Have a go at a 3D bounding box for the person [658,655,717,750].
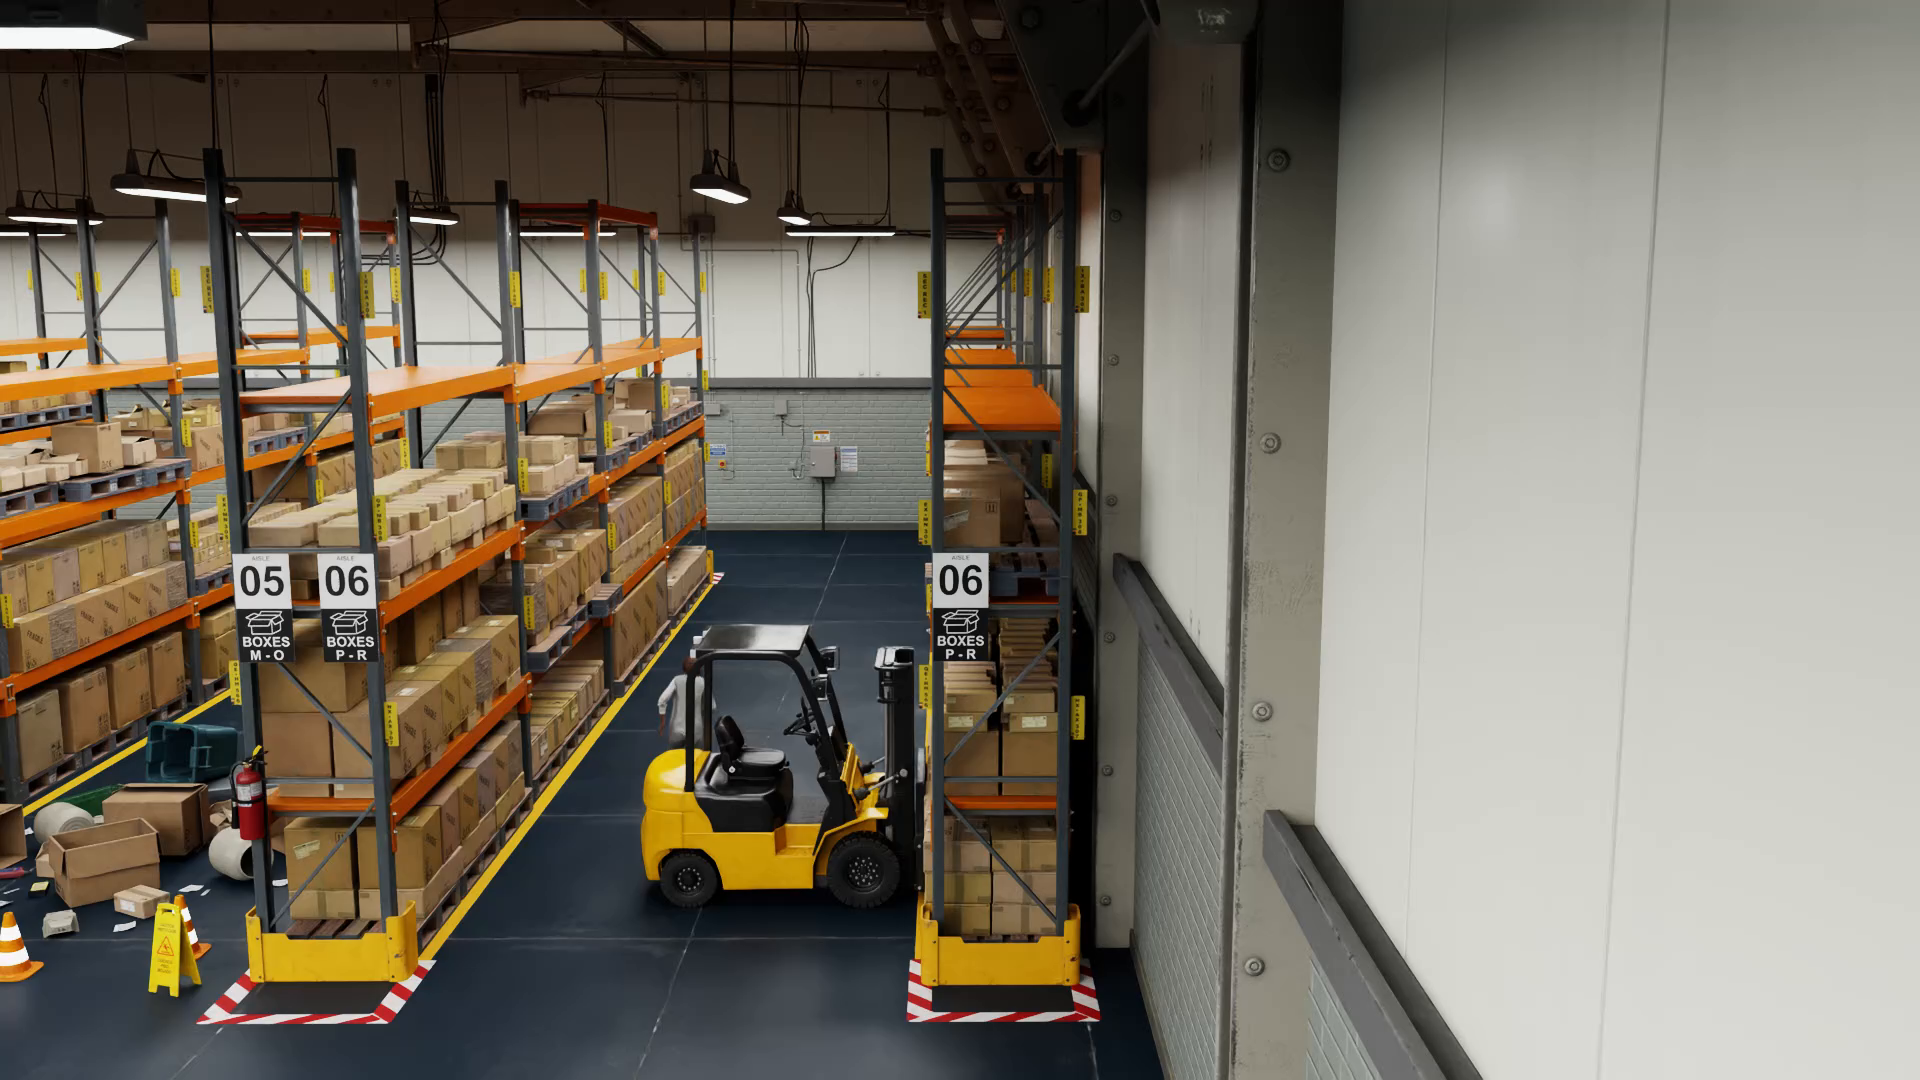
[{"bbox_3d":[-2.650,1.864,16.201,0.543,1.493,0.755,0,9,2],"label":"person"}]
